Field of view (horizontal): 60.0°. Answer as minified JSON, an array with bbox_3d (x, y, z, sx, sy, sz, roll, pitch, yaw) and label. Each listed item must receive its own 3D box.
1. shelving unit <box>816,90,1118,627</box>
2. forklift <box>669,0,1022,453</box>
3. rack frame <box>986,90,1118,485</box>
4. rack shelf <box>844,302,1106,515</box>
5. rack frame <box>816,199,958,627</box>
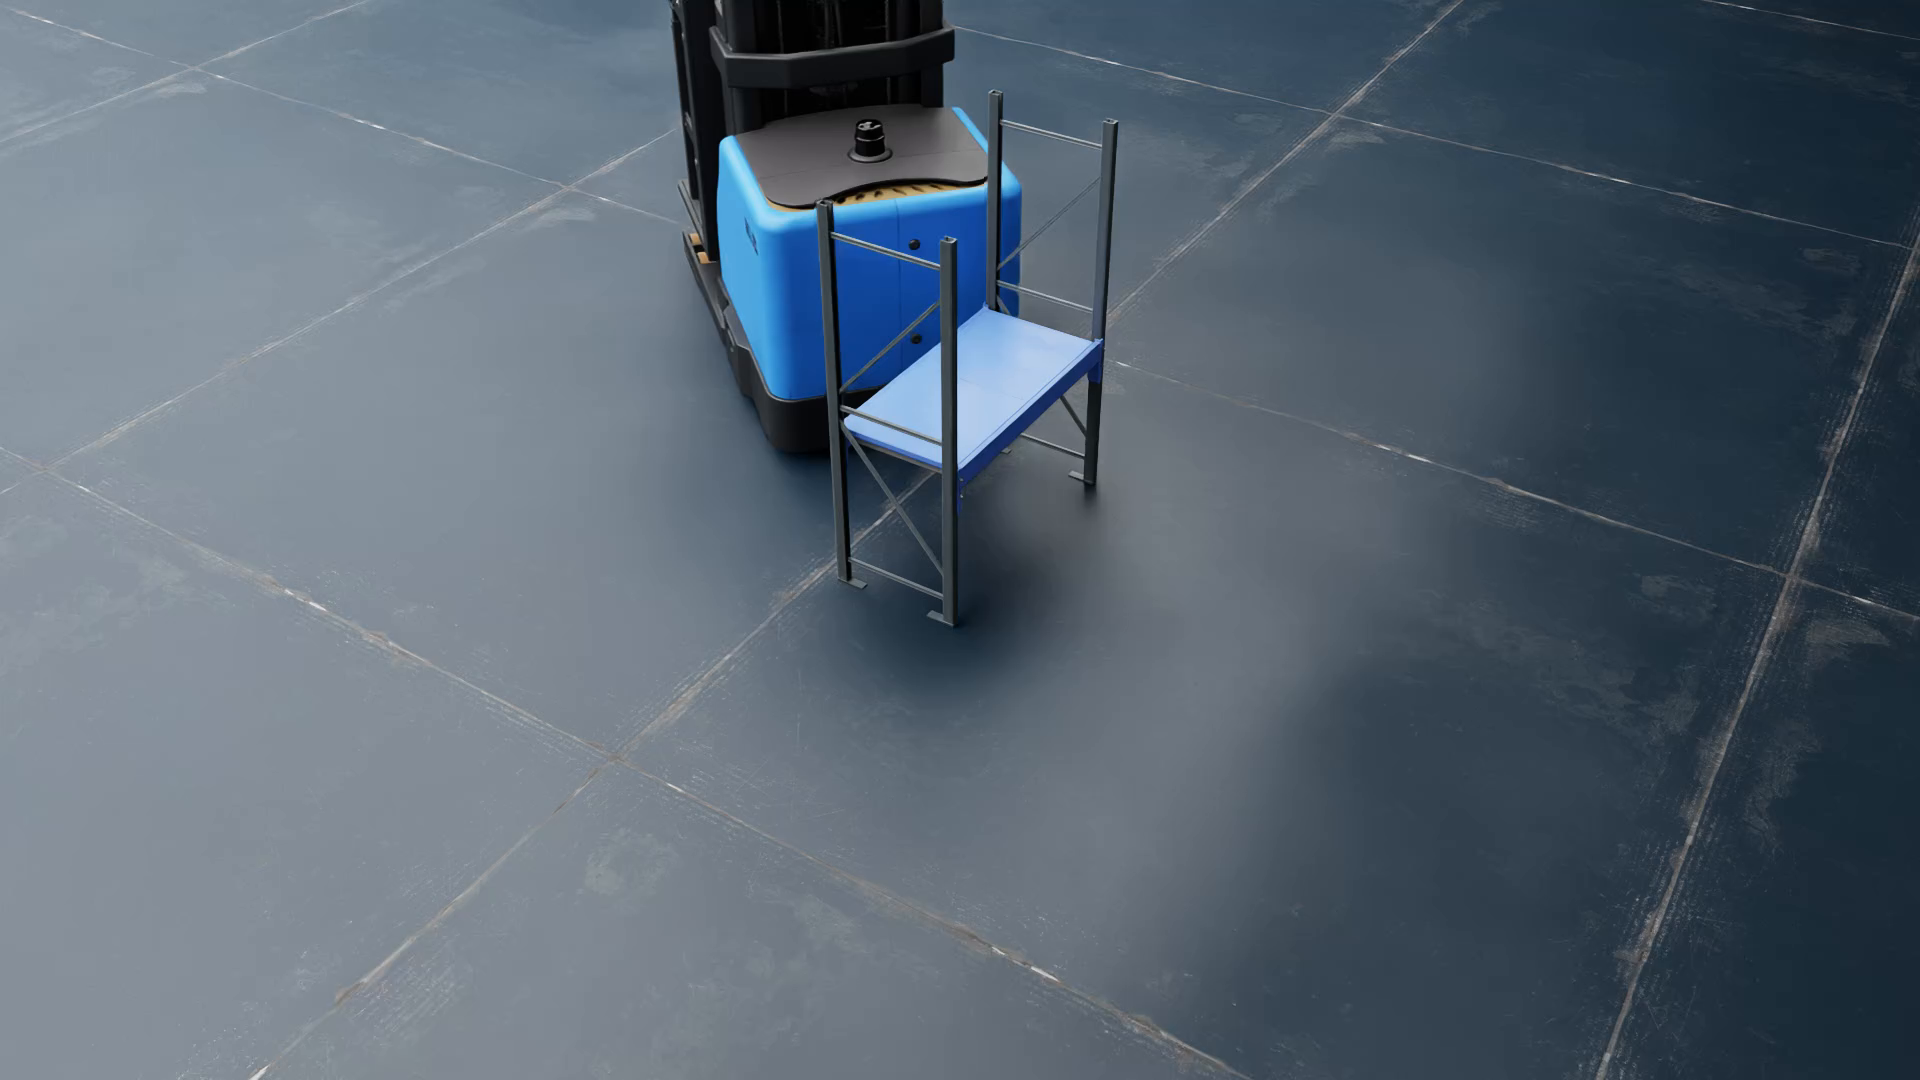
[{"bbox_3d":[0.046,-0.638,5.849,0.538,1.500,1.048,21,42,25],"label":"shelving unit"},{"bbox_3d":[-0.681,-2.409,6.975,1.130,2.935,3.031,-11,39,-14],"label":"forklift"},{"bbox_3d":[0.318,-0.900,6.189,0.500,1.500,0.032,21,42,25],"label":"rack frame"},{"bbox_3d":[0.046,-0.496,5.959,0.538,0.185,1.000,21,42,25],"label":"rack shelf"},{"bbox_3d":[-0.227,-0.376,5.509,0.500,1.500,0.032,21,42,25],"label":"rack frame"}]
